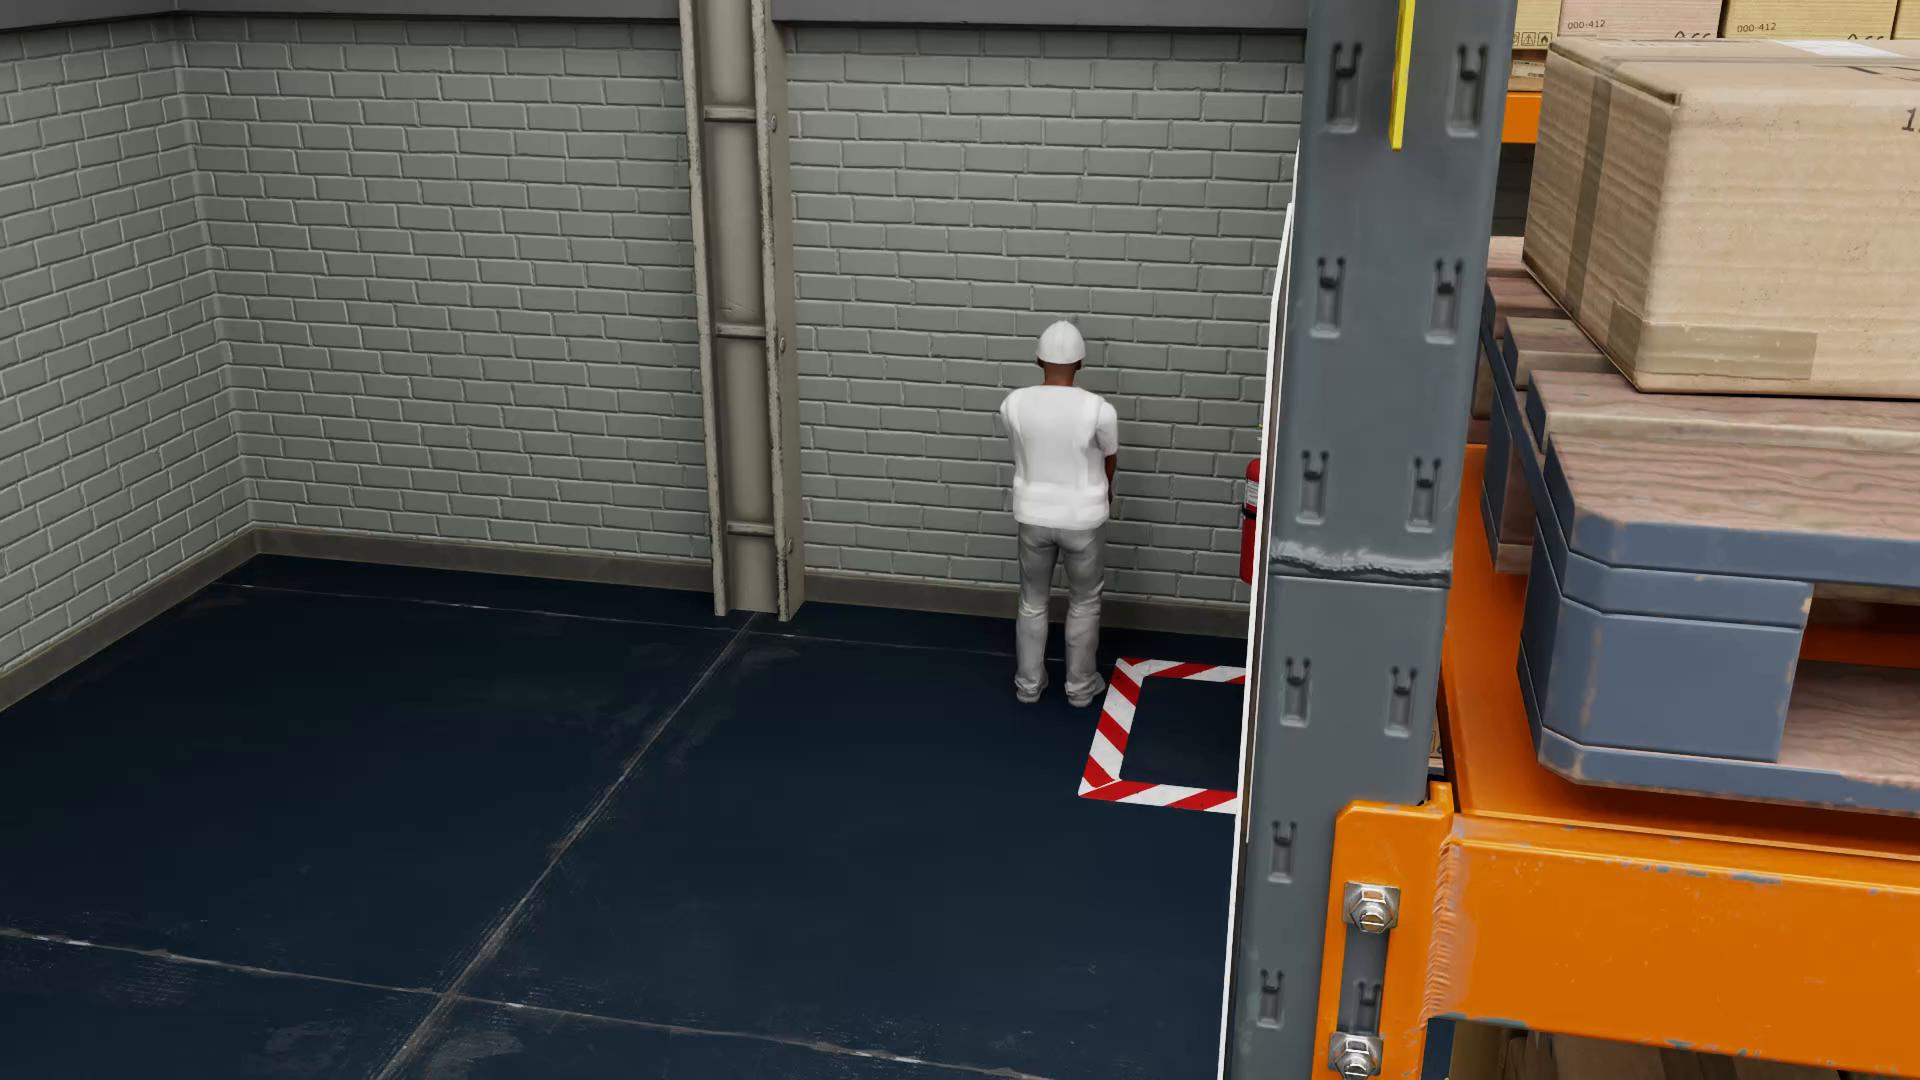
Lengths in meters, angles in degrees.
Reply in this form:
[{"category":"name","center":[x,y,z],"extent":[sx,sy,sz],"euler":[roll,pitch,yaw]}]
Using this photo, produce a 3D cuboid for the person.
[{"category":"person","center":[0.470,-0.148,7.400],"extent":[0.472,1.666,0.537],"euler":[7,23,18]}]
